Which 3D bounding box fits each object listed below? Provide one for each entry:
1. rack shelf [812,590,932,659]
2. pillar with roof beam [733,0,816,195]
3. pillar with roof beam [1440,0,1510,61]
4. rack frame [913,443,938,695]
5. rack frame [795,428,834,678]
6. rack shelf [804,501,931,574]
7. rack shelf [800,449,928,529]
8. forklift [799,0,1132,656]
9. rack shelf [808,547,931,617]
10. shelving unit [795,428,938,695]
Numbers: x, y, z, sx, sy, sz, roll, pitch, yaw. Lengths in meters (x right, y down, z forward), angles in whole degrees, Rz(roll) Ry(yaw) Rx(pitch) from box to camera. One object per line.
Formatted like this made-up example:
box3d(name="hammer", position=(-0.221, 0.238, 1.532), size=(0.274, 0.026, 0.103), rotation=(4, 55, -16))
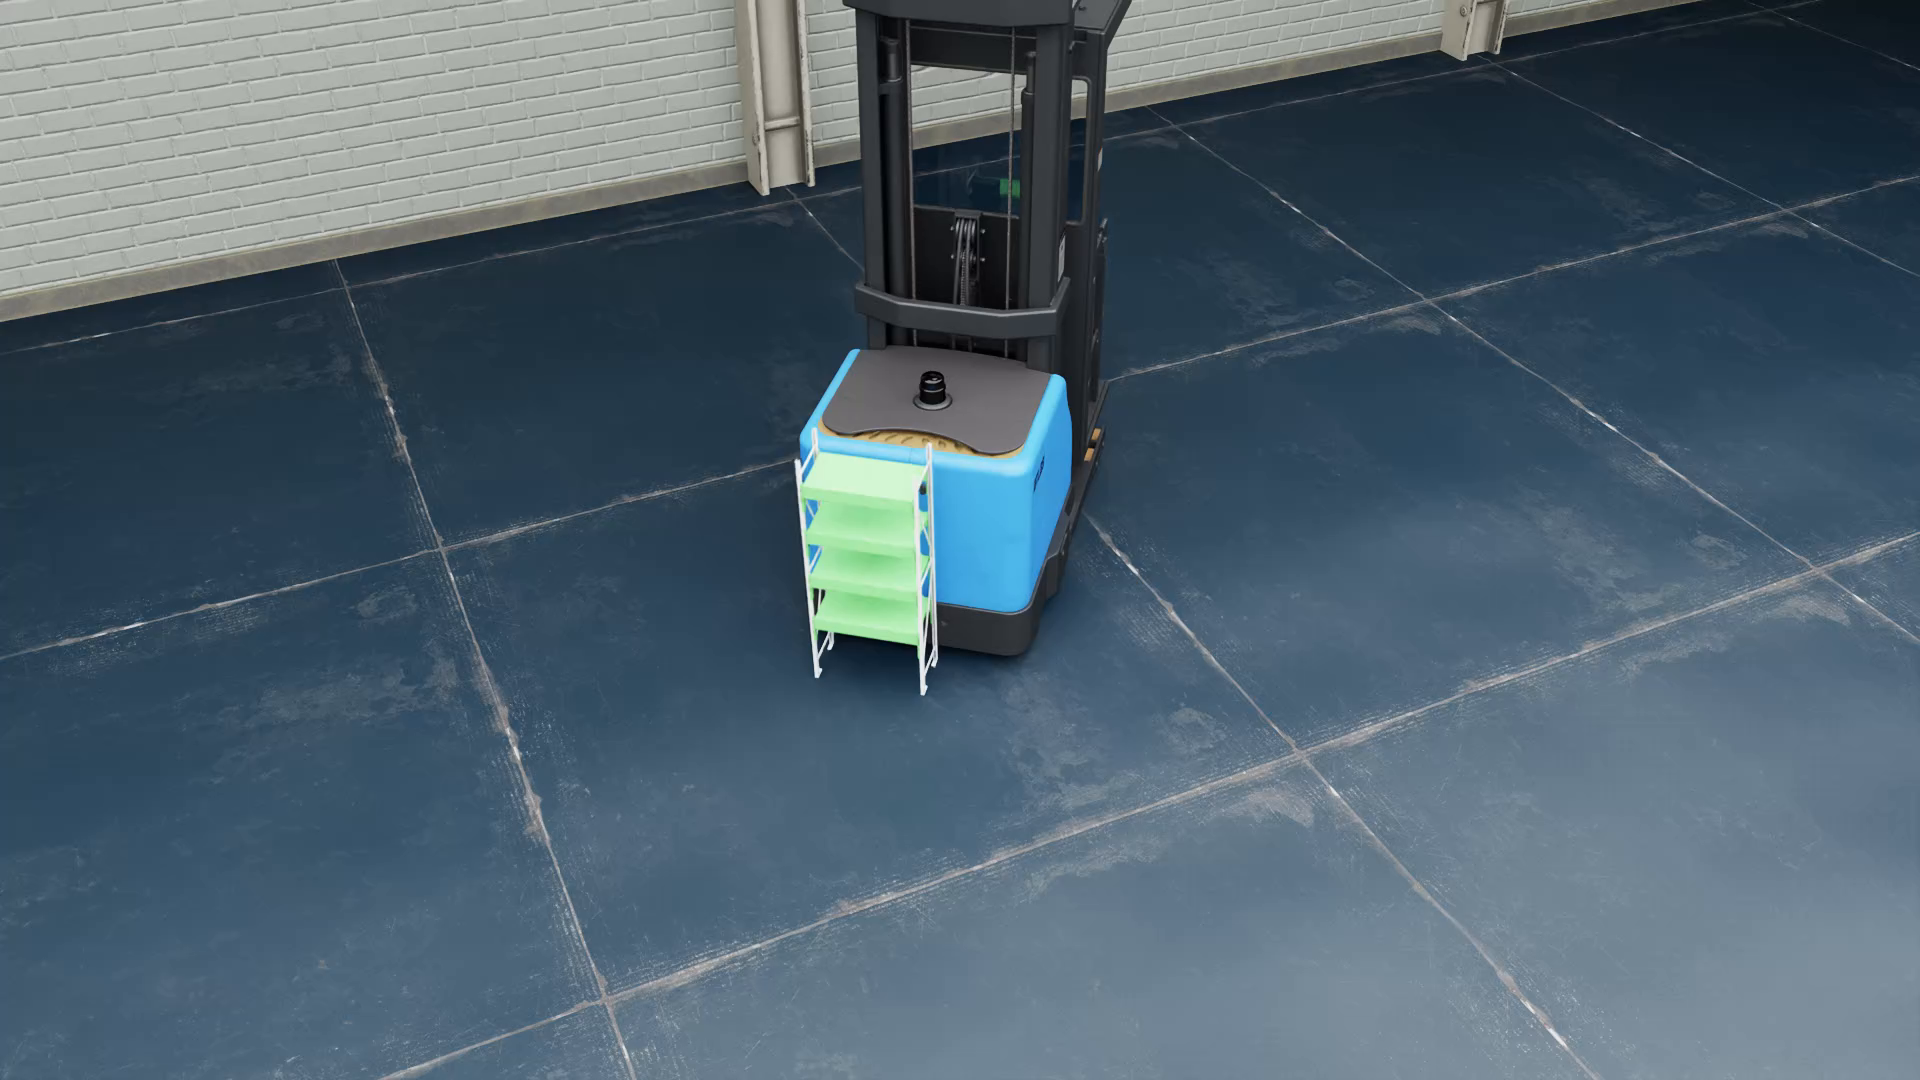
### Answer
box3d(name="rack shelf", position=(-0.377, 0.346, 7.275), size=(0.480, 0.148, 0.258), rotation=(8, 40, 11))
box3d(name="pillar with roof beam", position=(0.580, -3.796, 5.815), size=(0.400, 9.000, 9.100), rotation=(-16, 39, -20))
box3d(name="pillar with roof beam", position=(6.012, -5.315, 7.862), size=(0.400, 9.000, 9.100), rotation=(-16, 39, -20))
box3d(name="rack frame", position=(-0.144, 0.146, 7.035), size=(0.015, 1.200, 0.240), rotation=(8, 40, 11))
box3d(name="rack frame", position=(-0.618, 0.077, 7.129), size=(0.015, 1.200, 0.240), rotation=(8, 40, 11))
box3d(name="rack shelf", position=(-0.383, -0.025, 6.970), size=(0.480, 0.148, 0.258), rotation=(8, 40, 11))
box3d(name="rack shelf", position=(-0.386, -0.210, 6.818), size=(0.480, 0.148, 0.258), rotation=(8, 40, 11))
box3d(name="forklift", position=(0.151, -1.538, 7.864), size=(1.130, 2.935, 3.031), rotation=(8, 37, 11))
box3d(name="rack shelf", position=(-0.380, 0.161, 7.123), size=(0.480, 0.148, 0.258), rotation=(8, 40, 11))
box3d(name="shelving unit", position=(-0.381, 0.111, 7.082), size=(0.503, 1.200, 0.258), rotation=(8, 40, 11))
